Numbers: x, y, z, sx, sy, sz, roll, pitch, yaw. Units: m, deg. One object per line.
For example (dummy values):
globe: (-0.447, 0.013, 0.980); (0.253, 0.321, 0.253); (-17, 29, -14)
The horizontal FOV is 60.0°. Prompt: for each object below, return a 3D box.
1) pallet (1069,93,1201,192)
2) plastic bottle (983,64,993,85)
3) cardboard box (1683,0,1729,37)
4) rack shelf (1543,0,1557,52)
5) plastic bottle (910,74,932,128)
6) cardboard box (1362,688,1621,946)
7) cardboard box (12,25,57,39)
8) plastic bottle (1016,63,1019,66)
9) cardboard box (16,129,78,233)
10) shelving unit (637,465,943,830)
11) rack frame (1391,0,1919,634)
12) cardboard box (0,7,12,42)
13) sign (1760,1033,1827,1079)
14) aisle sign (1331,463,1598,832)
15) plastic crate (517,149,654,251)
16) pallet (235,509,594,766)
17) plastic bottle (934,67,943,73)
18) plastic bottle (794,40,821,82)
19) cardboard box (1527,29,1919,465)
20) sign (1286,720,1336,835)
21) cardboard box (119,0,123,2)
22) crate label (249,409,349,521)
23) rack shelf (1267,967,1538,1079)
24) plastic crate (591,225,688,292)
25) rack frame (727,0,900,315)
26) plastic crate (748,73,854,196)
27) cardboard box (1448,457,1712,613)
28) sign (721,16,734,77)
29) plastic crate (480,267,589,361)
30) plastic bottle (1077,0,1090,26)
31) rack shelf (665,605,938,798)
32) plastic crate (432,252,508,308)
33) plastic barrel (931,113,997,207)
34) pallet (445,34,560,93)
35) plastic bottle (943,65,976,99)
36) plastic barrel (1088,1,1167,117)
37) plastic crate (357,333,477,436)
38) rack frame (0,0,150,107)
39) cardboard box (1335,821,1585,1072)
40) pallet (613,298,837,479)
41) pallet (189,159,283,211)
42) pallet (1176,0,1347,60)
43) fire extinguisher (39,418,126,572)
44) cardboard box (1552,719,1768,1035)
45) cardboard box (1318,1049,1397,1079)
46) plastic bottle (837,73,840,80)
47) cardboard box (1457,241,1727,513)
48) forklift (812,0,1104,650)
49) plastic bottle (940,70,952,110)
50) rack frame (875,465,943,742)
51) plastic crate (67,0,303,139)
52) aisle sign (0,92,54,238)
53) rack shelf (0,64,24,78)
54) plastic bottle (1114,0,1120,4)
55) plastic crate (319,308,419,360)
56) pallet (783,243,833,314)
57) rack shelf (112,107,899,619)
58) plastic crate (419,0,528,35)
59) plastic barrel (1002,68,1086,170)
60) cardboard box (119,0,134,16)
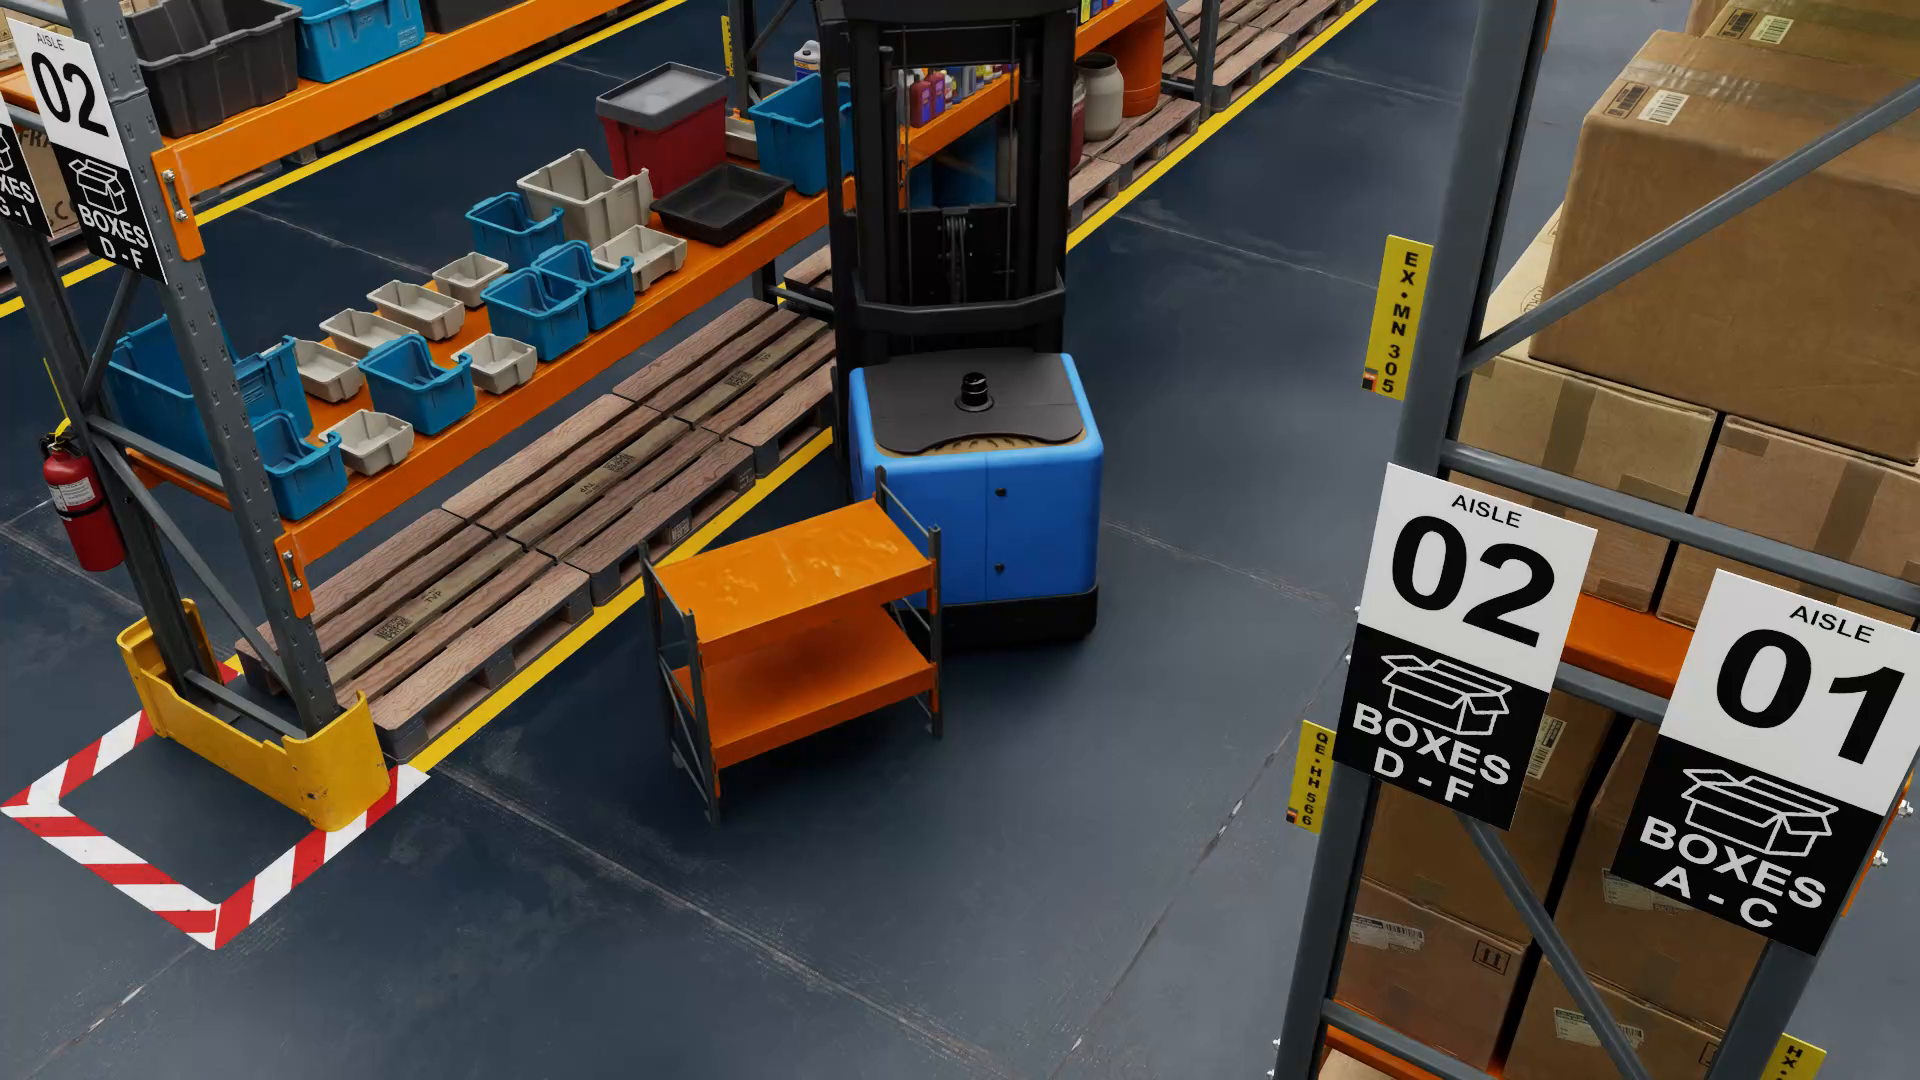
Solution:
pallet: (0.990, -2.897, 11.774); (1.003, 0.211, 1.213); (21, 42, 25)
plastic bottle: (0.137, -2.684, 9.377); (0.097, 0.201, 0.097); (0, 38, 0)
cardboard box: (2.050, -1.091, 3.791); (0.700, 0.500, 0.500); (21, 42, 25)
rack shelf: (2.343, -1.795, 3.740); (1.077, 0.370, 4.000); (21, 42, 25)
plastic bottle: (-0.209, -2.362, 8.892); (0.061, 0.283, 0.133); (21, 42, 25)
cardboard box: (1.278, 0.570, 4.092); (0.500, 0.500, 0.500); (21, 42, 25)
cardboard box: (-5.523, -2.953, 9.768); (0.380, 0.149, 0.250); (20, 42, 24)
plastic bottle: (0.300, -2.901, 9.598); (0.152, 0.276, 0.135); (21, 42, 25)
cardboard box: (-5.851, -2.526, 10.405); (0.875, 0.875, 0.875); (21, 42, 25)
shelving unit: (-0.652, 0.430, 6.710); (1.048, 1.125, 0.538); (-19, 42, -23)
rack frame: (1.272, -1.051, 2.182); (1.000, 3.000, 0.127); (21, 42, 25)
cardboard box: (-5.786, -2.933, 9.417); (0.500, 0.250, 0.500); (20, 42, 24)
sign: (1.730, 1.160, 3.519); (0.100, 0.325, 0.005); (21, 42, 25)
aisle sign: (0.976, 0.231, 3.304); (0.394, 0.787, 0.004); (21, 42, 25)
plastic crate: (-1.739, -1.609, 7.868); (0.437, 0.282, 0.530); (21, 42, 25)
pallet: (-2.434, 0.395, 7.504); (1.003, 0.211, 1.213); (21, 42, 25)
plastic bottle: (-0.115, -2.614, 9.286); (0.097, 0.201, 0.097); (0, 38, 0)
plastic bottle: (-0.828, -2.619, 9.231); (0.152, 0.276, 0.135); (21, 42, 25)
cardboard box: (1.533, -0.568, 3.112); (0.700, 0.500, 0.500); (21, 42, 25)
sign: (0.814, 0.550, 3.812); (0.100, 0.325, 0.005); (21, 42, 25)
cardboard box: (-5.238, -3.456, 10.095); (0.500, 0.250, 0.500); (22, 43, 26)
crate label: (-2.499, -0.274, 6.176); (0.416, 0.233, 0.303); (21, 42, 25)
rack shelf: (2.343, 0.579, 5.571); (1.077, 0.370, 4.000); (21, 42, 25)
plastic crate: (-1.445, -1.282, 7.563); (0.293, 0.136, 0.466); (21, 42, 25)
rack frame: (-0.766, -2.359, 8.793); (1.000, 3.000, 0.127); (21, 42, 25)
plastic crate: (-0.728, -2.024, 8.322); (0.392, 0.384, 0.575); (21, 42, 25)
cardboard box: (1.324, -0.154, 3.599); (0.500, 0.250, 0.500); (21, 42, 25)
sign: (-1.229, -2.649, 8.943); (0.100, 0.325, 0.005); (21, 42, 25)
plastic crate: (-1.793, -0.953, 7.056); (0.416, 0.233, 0.300); (21, 42, 25)
plastic bottle: (0.738, -3.273, 10.074); (0.061, 0.283, 0.133); (21, 42, 25)
rack shelf: (-0.652, 0.624, 6.859); (1.000, 0.278, 0.538); (-19, 42, -23)
plastic crate: (-2.186, -1.151, 7.392); (0.298, 0.136, 0.250); (21, 42, 25)
plastic barrel: (-0.081, -2.334, 10.135); (0.600, 0.901, 0.708); (21, 42, 25)
pallet: (-3.945, -3.929, 13.113); (1.003, 0.211, 1.213); (21, 42, 25)
plastic bottle: (0.000, -2.612, 9.223); (0.152, 0.276, 0.135); (21, 42, 25)
plastic barrel: (1.130, -3.470, 11.668); (0.600, 0.830, 0.708); (21, 42, 25)
plastic crate: (-2.146, -0.613, 6.616); (0.416, 0.233, 0.300); (21, 42, 25)
rack frame: (-2.909, -2.673, 4.286); (1.000, 3.000, 0.127); (21, 42, 25)
cardboard box: (1.282, 0.966, 4.398); (0.500, 0.500, 0.500); (23, 43, 26)
pallet: (-1.127, -0.863, 9.136); (1.003, 0.211, 1.213); (21, 42, 25)
pallet: (-5.421, -2.508, 11.270); (1.003, 0.211, 1.213); (21, 42, 25)
pallet: (2.479, -4.330, 13.633); (1.003, 0.211, 1.213); (21, 42, 25)
fire extinguisher: (-3.373, -0.189, 6.347); (0.296, 0.674, 0.183); (21, 42, 25)
cardboard box: (1.732, 0.747, 3.863); (0.500, 0.500, 0.500); (23, 43, 26)
cardboard box: (1.355, 1.780, 5.110); (0.500, 0.500, 0.500); (21, 42, 25)
plastic bottle: (-0.712, -2.558, 9.214); (0.097, 0.201, 0.097); (0, 38, 0)
cardboard box: (1.332, -0.349, 3.443); (0.500, 0.250, 0.500); (21, 42, 25)
forklift: (-0.086, -1.553, 7.803); (1.130, 2.935, 3.031); (-5, 38, -6)
plastic bottle: (-0.091, -2.464, 9.092); (0.097, 0.201, 0.097); (0, 38, 0)
rack frame: (-0.210, 0.278, 6.908); (0.032, 1.125, 0.500); (-19, 42, -23)
plastic crate: (-2.467, -1.540, 5.381); (0.497, 0.269, 0.590); (21, 42, 25)
aisle sign: (-3.195, -1.385, 5.400); (0.394, 0.787, 0.004); (21, 42, 25)
rack shelf: (-6.019, -2.663, 9.776); (1.077, 0.370, 4.000); (21, 42, 25)
plastic bottle: (0.955, -3.471, 10.397); (0.097, 0.201, 0.097); (0, 38, 0)
plastic crate: (-2.457, -0.840, 6.990); (0.396, 0.136, 0.243); (21, 42, 25)
pallet: (-0.317, -1.639, 10.142); (1.003, 0.211, 1.213); (21, 42, 25)
rack shelf: (-1.837, -1.043, 7.675); (1.077, 0.370, 4.000); (21, 42, 25)
plastic crate: (-1.858, -2.158, 6.126); (0.504, 0.338, 0.767); (21, 42, 25)
plastic barrel: (0.524, -2.792, 10.986); (0.600, 0.588, 0.708); (21, 42, 25)
cardboard box: (-5.248, -3.218, 10.112); (0.380, 0.149, 0.250); (22, 43, 26)
